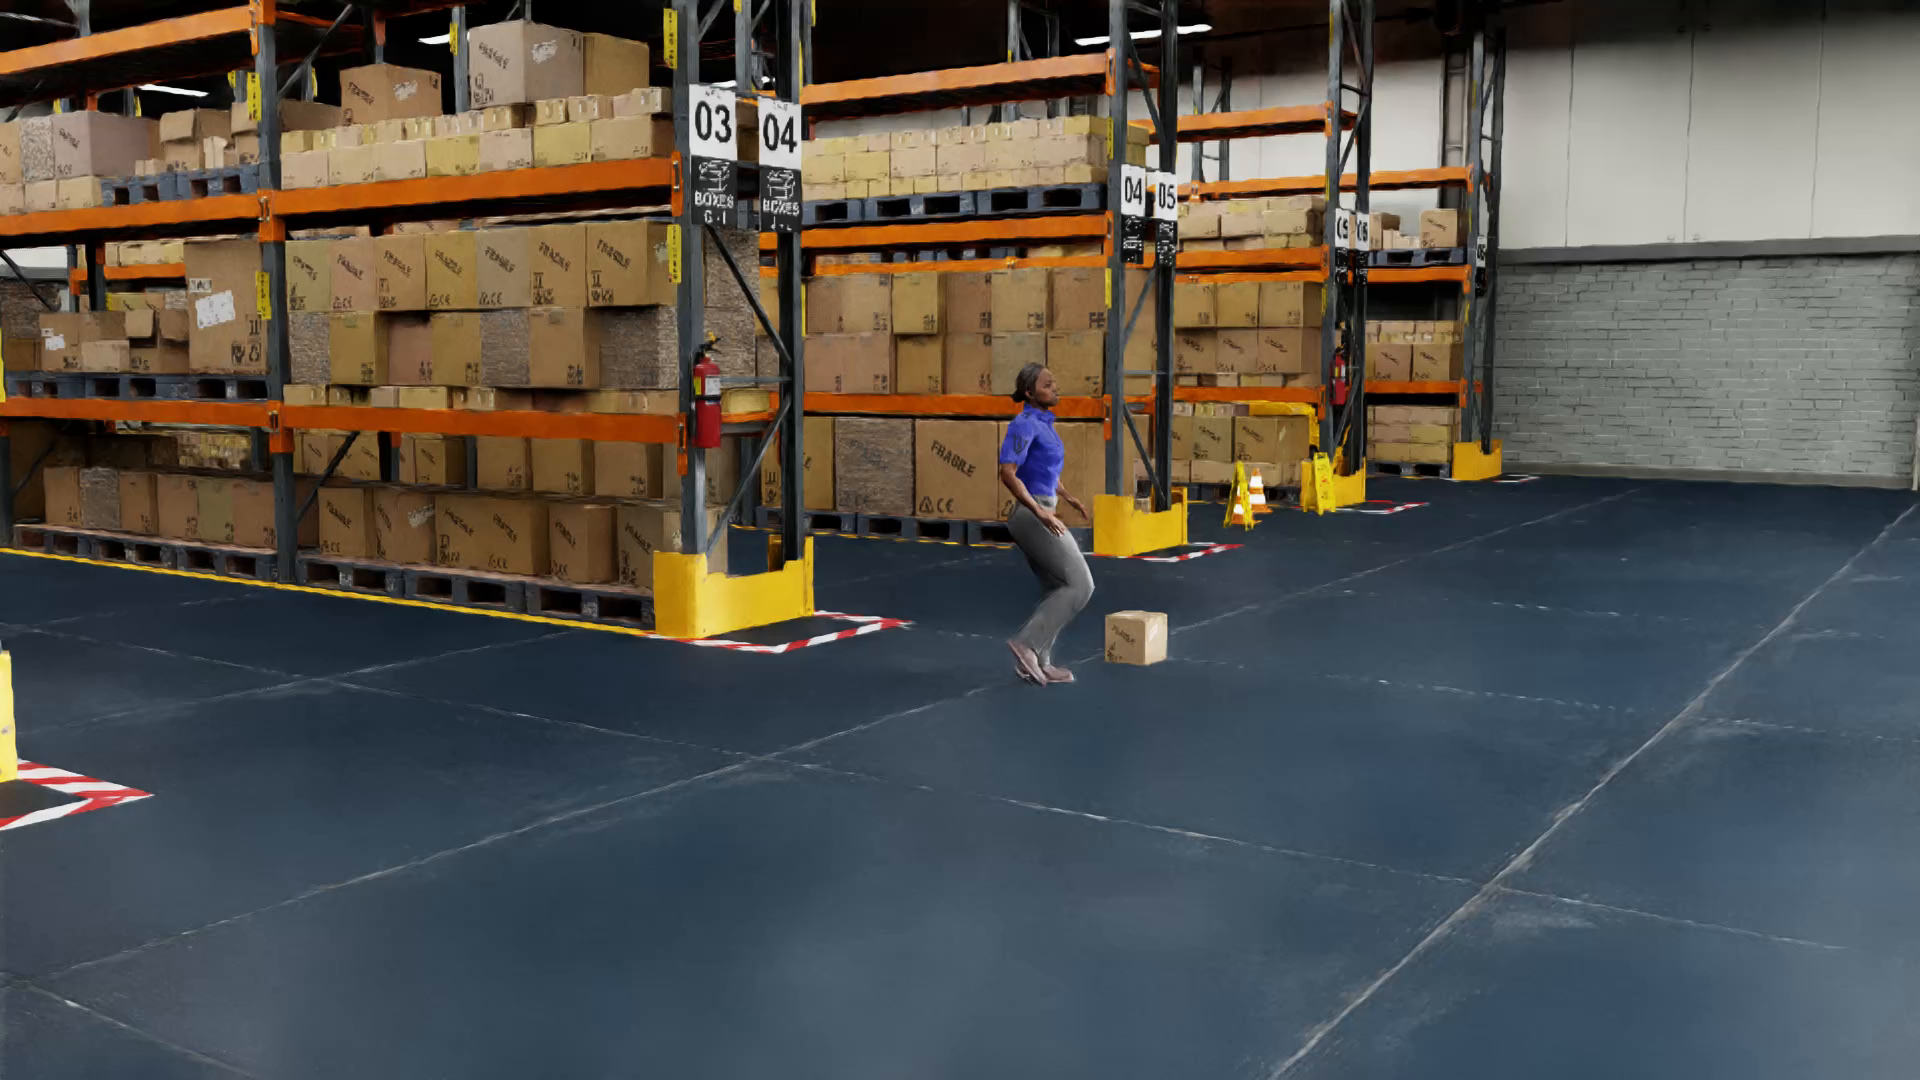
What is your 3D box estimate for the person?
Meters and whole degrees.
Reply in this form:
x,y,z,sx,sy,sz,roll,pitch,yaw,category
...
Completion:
x,y,z,sx,sy,sz,roll,pitch,yaw,category
0.448,-0.077,8.412,0.469,1.627,0.621,0,6,4,person
